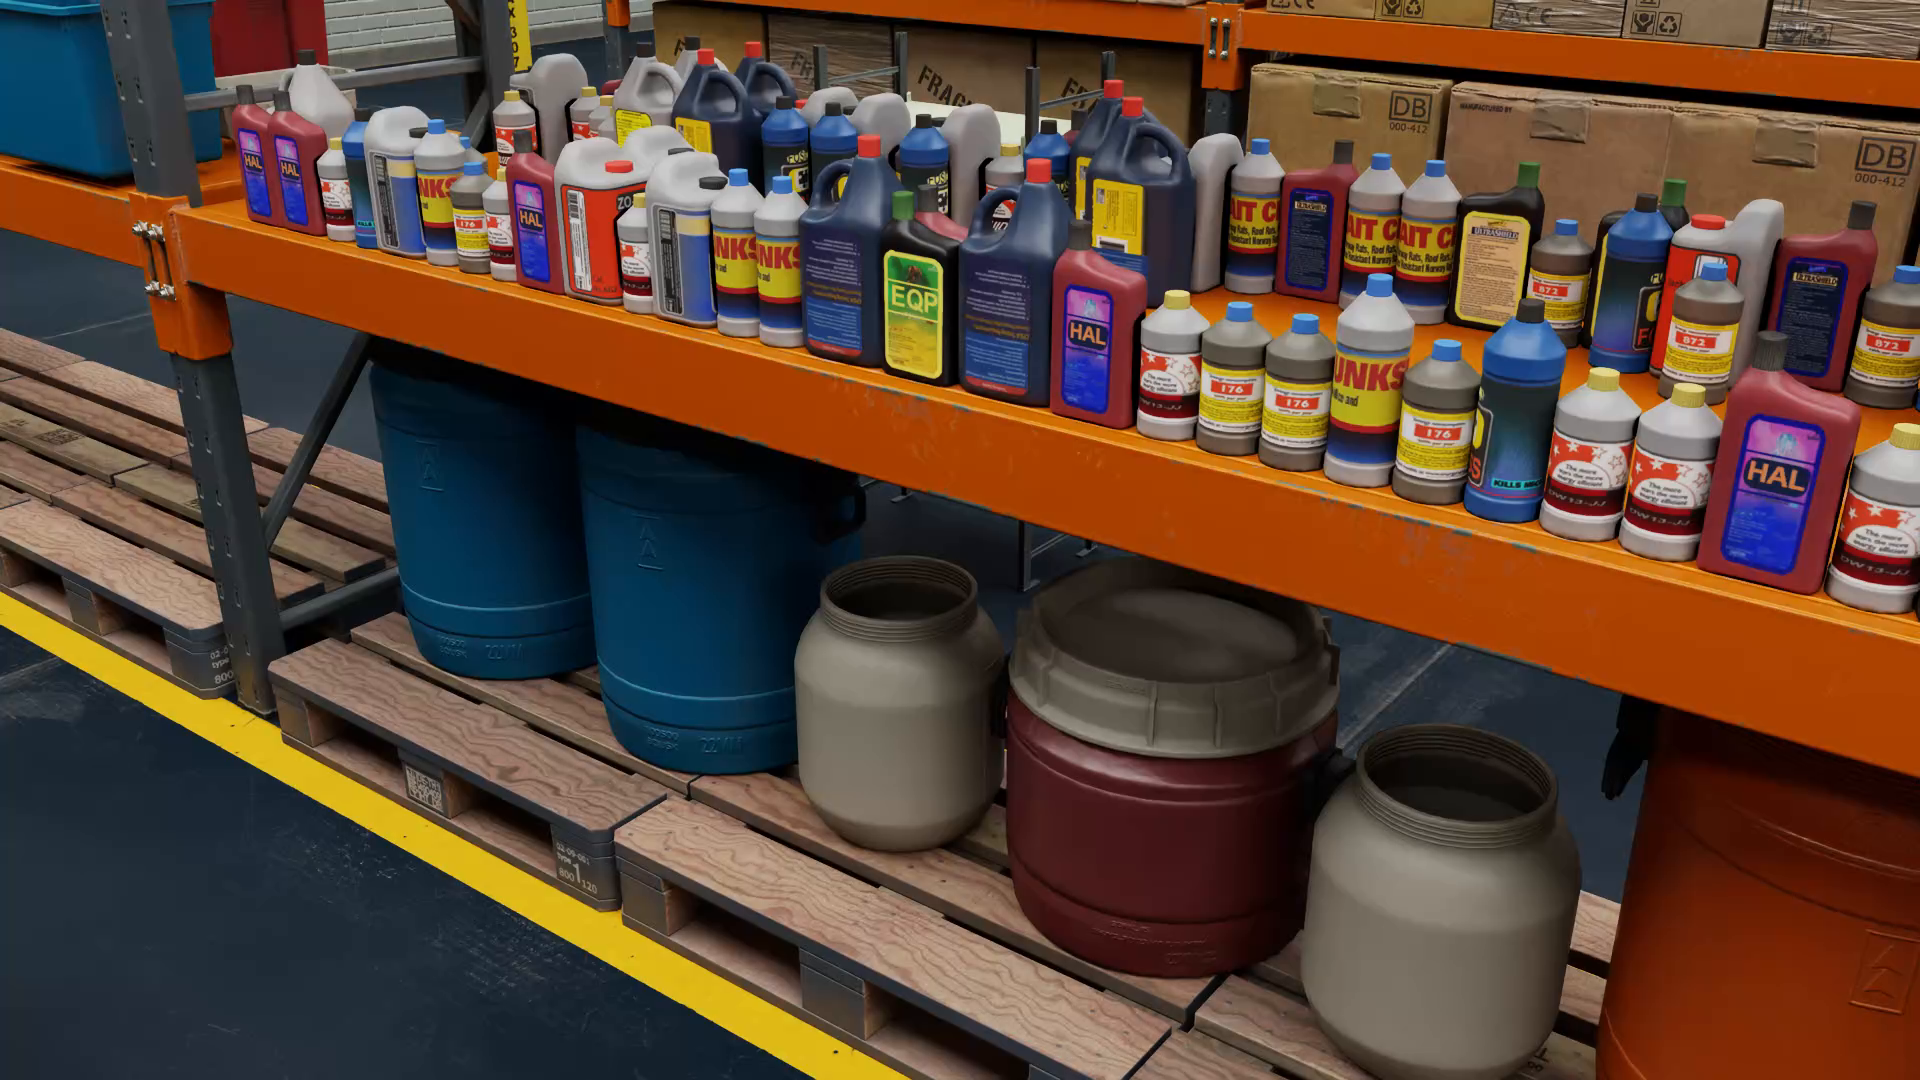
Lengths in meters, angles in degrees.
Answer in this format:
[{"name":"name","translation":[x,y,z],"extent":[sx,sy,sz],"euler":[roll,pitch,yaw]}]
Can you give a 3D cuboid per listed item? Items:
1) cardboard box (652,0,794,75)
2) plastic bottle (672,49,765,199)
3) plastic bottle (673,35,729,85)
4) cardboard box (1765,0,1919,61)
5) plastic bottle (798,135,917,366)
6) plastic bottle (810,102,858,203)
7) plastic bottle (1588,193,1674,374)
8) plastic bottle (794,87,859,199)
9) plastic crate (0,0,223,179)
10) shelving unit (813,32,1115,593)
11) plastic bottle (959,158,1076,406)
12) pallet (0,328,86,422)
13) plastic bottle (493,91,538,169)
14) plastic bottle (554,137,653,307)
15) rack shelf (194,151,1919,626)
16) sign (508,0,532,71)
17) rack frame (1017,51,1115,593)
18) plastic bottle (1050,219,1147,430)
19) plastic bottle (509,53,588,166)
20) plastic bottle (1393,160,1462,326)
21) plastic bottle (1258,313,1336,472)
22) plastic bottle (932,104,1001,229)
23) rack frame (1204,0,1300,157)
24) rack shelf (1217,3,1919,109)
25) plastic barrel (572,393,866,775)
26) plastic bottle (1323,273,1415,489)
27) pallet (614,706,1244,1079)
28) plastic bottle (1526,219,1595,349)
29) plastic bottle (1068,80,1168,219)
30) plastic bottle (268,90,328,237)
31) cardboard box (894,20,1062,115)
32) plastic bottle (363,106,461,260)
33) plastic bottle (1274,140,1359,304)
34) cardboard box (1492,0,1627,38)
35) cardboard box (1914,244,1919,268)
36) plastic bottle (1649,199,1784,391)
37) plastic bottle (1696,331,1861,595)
[{"name":"cardboard box","translation":[-1.179,-2.749,9.884],"extent":[0.875,0.875,0.875],"euler":[17,29,33]},{"name":"plastic bottle","translation":[-0.516,-0.863,3.549],"extent":[0.185,0.351,0.144],"euler":[17,29,33]},{"name":"plastic bottle","translation":[-0.577,-0.954,3.756],"extent":[0.185,0.351,0.144],"euler":[17,29,33]},{"name":"cardboard box","translation":[3.306,-2.056,6.072],"extent":[0.500,0.500,0.500],"euler":[16,28,32]},{"name":"plastic bottle","translation":[-0.159,-0.469,2.655],"extent":[0.185,0.351,0.144],"euler":[17,29,33]},{"name":"plastic bottle","translation":[-0.256,-0.756,3.404],"extent":[0.097,0.271,0.097],"euler":[0,24,0]},{"name":"plastic bottle","translation":[1.056,-0.405,2.609],"extent":[0.097,0.271,0.097],"euler":[0,24,0]},{"name":"plastic bottle","translation":[-0.304,-0.835,3.579],"extent":[0.135,0.276,0.152],"euler":[17,29,33]},{"name":"plastic crate","translation":[-2.087,-1.116,4.008],"extent":[0.575,0.384,0.392],"euler":[17,29,33]},{"name":"shelving unit","translation":[0.005,-0.685,4.944],"extent":[0.755,1.500,0.431],"euler":[17,29,33]},{"name":"plastic bottle","translation":[0.095,-0.392,2.480],"extent":[0.185,0.351,0.144],"euler":[17,29,33]},{"name":"pallet","translation":[-4.073,-0.572,6.287],"extent":[1.213,0.211,1.003],"euler":[17,29,33]},{"name":"plastic bottle","translation":[-1.060,-0.966,3.970],"extent":[0.097,0.201,0.097],"euler":[0,24,0]},{"name":"plastic bottle","translation":[-0.626,-0.578,2.995],"extent":[0.135,0.276,0.152],"euler":[17,29,33]},{"name":"rack shelf","translation":[0.091,-0.370,3.019],"extent":[3.809,0.124,0.919],"euler":[17,29,33]},{"name":"sign","translation":[-1.178,-1.397,4.357],"extent":[0.005,0.325,0.100],"euler":[17,29,33]},{"name":"rack frame","translation":[0.298,-0.596,4.743],"extent":[0.023,1.500,0.400],"euler":[17,29,33]},{"name":"plastic bottle","translation":[0.198,-0.309,2.376],"extent":[0.133,0.283,0.061],"euler":[17,29,33]},{"name":"plastic bottle","translation":[-1.000,-1.045,4.056],"extent":[0.135,0.276,0.152],"euler":[17,29,33]},{"name":"plastic bottle","translation":[0.801,-0.513,2.853],"extent":[0.097,0.271,0.097],"euler":[0,24,0]},{"name":"plastic bottle","translation":[0.457,-0.202,2.236],"extent":[0.097,0.201,0.097],"euler":[0,24,0]},{"name":"plastic bottle","translation":[-0.011,-0.746,3.378],"extent":[0.135,0.276,0.152],"euler":[17,29,33]},{"name":"rack frame","translation":[1.462,-2.691,7.638],"extent":[0.127,3.000,1.000],"euler":[17,29,33]},{"name":"rack shelf","translation":[3.062,-1.878,6.685],"extent":[4.000,0.370,1.077],"euler":[17,29,33]},{"name":"plastic barrel","translation":[-0.517,-0.017,3.649],"extent":[0.708,0.901,0.600],"euler":[17,29,33]},{"name":"plastic bottle","translation":[0.535,-0.211,2.168],"extent":[0.097,0.271,0.097],"euler":[0,24,0]},{"name":"pallet","translation":[0.064,0.678,3.450],"extent":[1.213,0.211,1.003],"euler":[17,29,33]},{"name":"plastic bottle","translation":[0.986,-0.425,2.740],"extent":[0.097,0.201,0.097],"euler":[0,24,0]},{"name":"plastic bottle","translation":[0.304,-0.687,3.151],"extent":[0.185,0.351,0.144],"euler":[17,29,33]},{"name":"plastic bottle","translation":[-1.365,-0.781,3.447],"extent":[0.133,0.283,0.061],"euler":[17,29,33]},{"name":"cardboard box","translation":[0.261,-2.314,8.896],"extent":[0.875,0.875,0.875],"euler":[17,29,33]},{"name":"plastic bottle","translation":[-1.074,-0.713,3.302],"extent":[0.135,0.276,0.152],"euler":[17,29,33]},{"name":"plastic bottle","translation":[0.642,-0.576,2.981],"extent":[0.133,0.283,0.061],"euler":[17,29,33]},{"name":"cardboard box","translation":[2.483,-2.303,6.632],"extent":[0.500,0.500,0.500],"euler":[16,28,32]},{"name":"cardboard box","translation":[4.123,-1.117,6.180],"extent":[0.875,0.875,1.225],"euler":[15,28,31]},{"name":"plastic bottle","translation":[1.169,-0.390,2.569],"extent":[0.135,0.276,0.152],"euler":[17,29,33]},{"name":"plastic bottle","translation":[0.928,-0.088,1.875],"extent":[0.133,0.283,0.061],"euler":[17,29,33]}]
